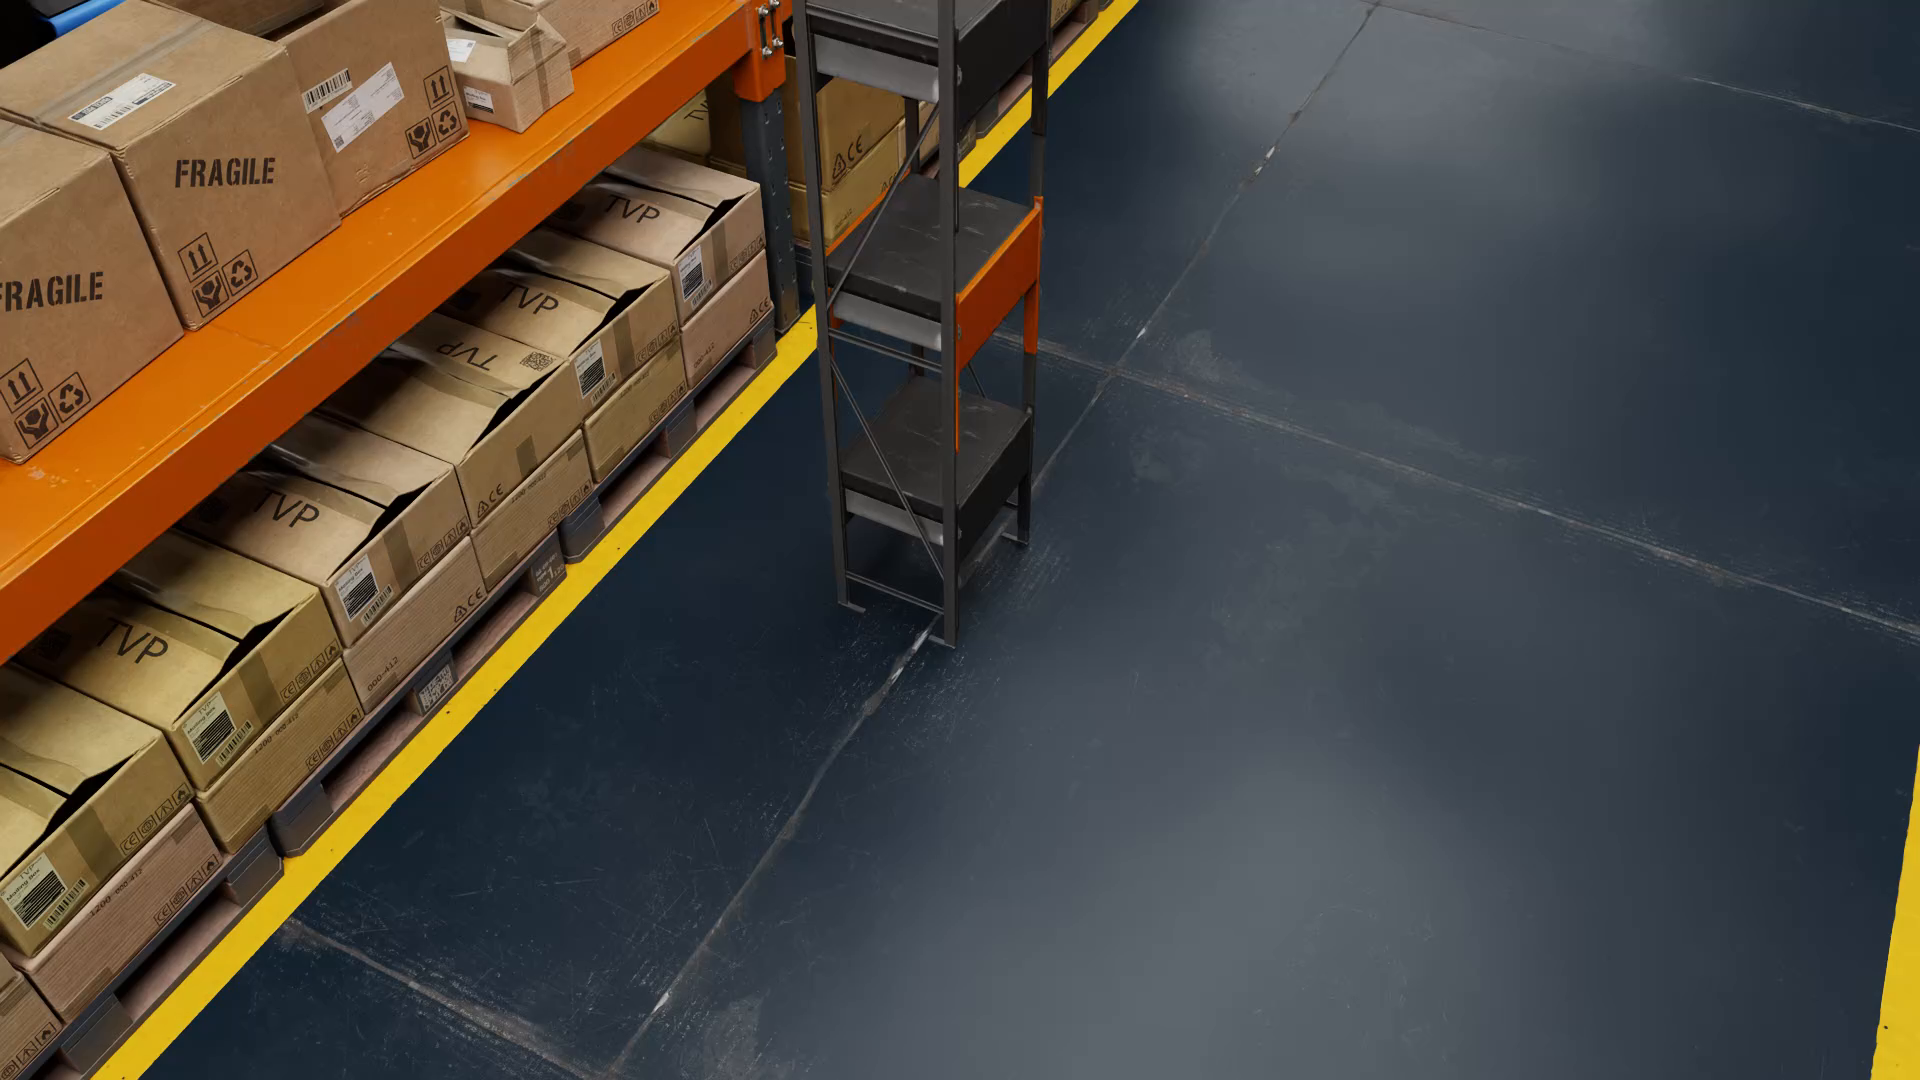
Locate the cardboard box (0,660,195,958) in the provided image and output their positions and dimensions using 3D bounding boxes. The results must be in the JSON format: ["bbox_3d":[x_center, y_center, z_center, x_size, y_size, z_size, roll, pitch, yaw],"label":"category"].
[{"bbox_3d":[-2.167,0.585,3.807,0.500,0.311,0.500,19,48,18],"label":"cardboard box"}]

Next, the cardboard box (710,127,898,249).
[{"bbox_3d":[-0.566,-1.364,6.127,0.500,0.250,0.500,20,49,19],"label":"cardboard box"}]

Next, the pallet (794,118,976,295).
[{"bbox_3d":[-0.643,-1.497,6.581,1.003,0.211,1.213,20,49,19],"label":"pallet"}]

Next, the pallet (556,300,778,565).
[{"bbox_3d":[-1.357,-0.533,5.629,1.003,0.211,1.213,20,49,19],"label":"pallet"}]

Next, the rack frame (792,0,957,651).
[{"bbox_3d":[-0.190,-0.480,4.248,0.400,2.100,0.015,20,49,19],"label":"rack frame"}]

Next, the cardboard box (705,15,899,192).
[{"bbox_3d":[-0.557,-1.624,5.857,0.500,0.500,0.500,20,49,19],"label":"cardboard box"}]

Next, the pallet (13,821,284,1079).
[{"bbox_3d":[-2.490,1.004,4.109,1.003,0.211,1.213,20,49,19],"label":"pallet"}]

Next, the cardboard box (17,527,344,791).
[{"bbox_3d":[-1.928,0.264,4.124,0.500,0.311,0.500,19,48,18],"label":"cardboard box"}]

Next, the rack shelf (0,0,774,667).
[{"bbox_3d":[-1.978,-0.478,4.119,1.077,0.370,4.000,20,49,19],"label":"rack shelf"}]

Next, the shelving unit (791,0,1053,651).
[{"bbox_3d":[-0.077,-0.634,4.400,0.431,2.100,0.503,20,49,19],"label":"shelving unit"}]

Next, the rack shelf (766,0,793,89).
[{"bbox_3d":[-0.121,-2.998,6.609,1.077,0.370,4.000,20,49,19],"label":"rack shelf"}]

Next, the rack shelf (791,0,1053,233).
[{"bbox_3d":[-0.077,-1.116,3.912,0.431,0.518,0.480,20,49,19],"label":"rack shelf"}]

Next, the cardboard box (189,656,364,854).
[{"bbox_3d":[-1.934,0.469,4.316,0.500,0.250,0.500,19,48,18],"label":"cardboard box"}]

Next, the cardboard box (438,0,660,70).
[{"bbox_3d":[-1.239,-1.613,4.841,0.500,0.250,0.500,23,50,21],"label":"cardboard box"}]

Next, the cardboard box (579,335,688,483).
[{"bbox_3d":[-1.222,-0.497,5.270,0.500,0.250,0.500,20,49,18],"label":"cardboard box"}]

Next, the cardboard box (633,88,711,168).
[{"bbox_3d":[-1.028,-1.536,6.297,0.500,0.250,0.500,20,49,19],"label":"cardboard box"}]

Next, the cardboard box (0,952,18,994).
[{"bbox_3d":[-2.403,0.918,3.477,0.500,0.311,0.500,22,49,20],"label":"cardboard box"}]

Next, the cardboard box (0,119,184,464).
[{"bbox_3d":[-2.142,-0.568,3.632,0.500,0.500,0.500,18,48,17],"label":"cardboard box"}]

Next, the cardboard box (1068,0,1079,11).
[{"bbox_3d":[0.368,-2.621,7.370,0.500,0.250,0.500,20,49,19],"label":"cardboard box"}]

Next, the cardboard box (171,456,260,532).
[{"bbox_3d":[-2.174,-0.222,4.604,0.500,0.311,0.500,22,49,20],"label":"cardboard box"}]

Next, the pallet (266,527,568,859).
[{"bbox_3d":[-1.922,0.238,4.866,1.003,0.211,1.213,20,49,19],"label":"pallet"}]

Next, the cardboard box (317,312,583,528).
[{"bbox_3d":[-1.453,-0.375,4.756,0.500,0.311,0.500,20,49,19],"label":"cardboard box"}]

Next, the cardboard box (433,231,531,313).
[{"bbox_3d":[-1.699,-0.877,5.251,0.500,0.311,0.500,20,49,19],"label":"cardboard box"}]

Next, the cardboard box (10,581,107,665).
[{"bbox_3d":[-2.409,0.093,4.292,0.500,0.311,0.500,20,49,19],"label":"cardboard box"}]

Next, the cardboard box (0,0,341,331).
[{"bbox_3d":[-1.897,-0.900,3.960,0.500,0.500,0.500,21,49,19],"label":"cardboard box"}]

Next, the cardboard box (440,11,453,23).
[{"bbox_3d":[-1.642,-1.411,4.713,0.380,0.149,0.250,20,49,19],"label":"cardboard box"}]

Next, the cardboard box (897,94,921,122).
[{"bbox_3d":[-0.332,-1.941,6.171,0.500,0.500,0.500,20,49,19],"label":"cardboard box"}]

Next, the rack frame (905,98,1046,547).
[{"bbox_3d":[0.036,-0.788,4.552,0.400,2.100,0.015,20,49,19],"label":"rack frame"}]

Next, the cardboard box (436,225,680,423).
[{"bbox_3d":[-1.219,-0.689,5.066,0.500,0.311,0.500,22,49,20],"label":"cardboard box"}]

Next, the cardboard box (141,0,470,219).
[{"bbox_3d":[-1.665,-1.215,4.272,0.500,0.500,0.500,24,50,22],"label":"cardboard box"}]

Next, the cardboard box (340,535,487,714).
[{"bbox_3d":[-1.696,0.146,4.635,0.500,0.250,0.500,21,49,20],"label":"cardboard box"}]

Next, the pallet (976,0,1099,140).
[{"bbox_3d":[-0.078,-2.269,7.344,1.003,0.211,1.213,20,49,19],"label":"pallet"}]

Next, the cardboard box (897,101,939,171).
[{"bbox_3d":[-0.329,-1.677,6.436,0.500,0.250,0.500,20,49,19],"label":"cardboard box"}]

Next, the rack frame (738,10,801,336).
[{"bbox_3d":[-1.049,-1.990,5.108,1.000,3.000,0.127,20,49,19],"label":"rack frame"}]

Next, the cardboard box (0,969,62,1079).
[{"bbox_3d":[-2.403,1.115,3.677,0.500,0.250,0.500,20,49,19],"label":"cardboard box"}]

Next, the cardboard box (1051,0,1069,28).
[{"bbox_3d":[0.134,-2.307,7.059,0.500,0.250,0.500,20,49,19],"label":"cardboard box"}]

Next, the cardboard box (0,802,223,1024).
[{"bbox_3d":[-2.170,0.798,3.990,0.500,0.250,0.500,19,48,18],"label":"cardboard box"}]

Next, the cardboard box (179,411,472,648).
[{"bbox_3d":[-1.690,-0.060,4.444,0.500,0.311,0.500,20,49,19],"label":"cardboard box"}]

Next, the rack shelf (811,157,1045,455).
[{"bbox_3d":[-0.077,-0.624,4.410,0.431,0.518,0.480,20,49,19],"label":"rack shelf"}]

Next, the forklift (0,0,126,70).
[{"bbox_3d":[-3.757,-1.744,4.913,1.130,2.935,3.031,27,51,24],"label":"forklift"}]

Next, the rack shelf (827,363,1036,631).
[{"bbox_3d":[-0.077,-0.132,4.908,0.431,0.518,0.480,20,49,19],"label":"rack shelf"}]

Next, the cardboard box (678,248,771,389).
[{"bbox_3d":[-0.985,-0.815,5.584,0.500,0.250,0.500,20,49,19],"label":"cardboard box"}]

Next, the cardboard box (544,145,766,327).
[{"bbox_3d":[-0.984,-1.019,5.392,0.500,0.311,0.500,20,49,19],"label":"cardboard box"}]

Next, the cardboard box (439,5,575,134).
[{"bbox_3d":[-1.295,-1.329,4.549,0.396,0.266,0.258,19,48,18],"label":"cardboard box"}]

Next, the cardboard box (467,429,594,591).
[{"bbox_3d":[-1.459,-0.174,4.951,0.500,0.250,0.500,21,49,20],"label":"cardboard box"}]

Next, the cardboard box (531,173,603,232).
[{"bbox_3d":[-1.462,-1.191,5.561,0.500,0.311,0.500,21,49,19],"label":"cardboard box"}]

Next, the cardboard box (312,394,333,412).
[{"bbox_3d":[-1.938,-0.550,4.929,0.500,0.311,0.500,19,48,18],"label":"cardboard box"}]

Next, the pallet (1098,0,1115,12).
[{"bbox_3d":[0.489,-3.035,8.101,1.003,0.211,1.213,20,49,19],"label":"pallet"}]
